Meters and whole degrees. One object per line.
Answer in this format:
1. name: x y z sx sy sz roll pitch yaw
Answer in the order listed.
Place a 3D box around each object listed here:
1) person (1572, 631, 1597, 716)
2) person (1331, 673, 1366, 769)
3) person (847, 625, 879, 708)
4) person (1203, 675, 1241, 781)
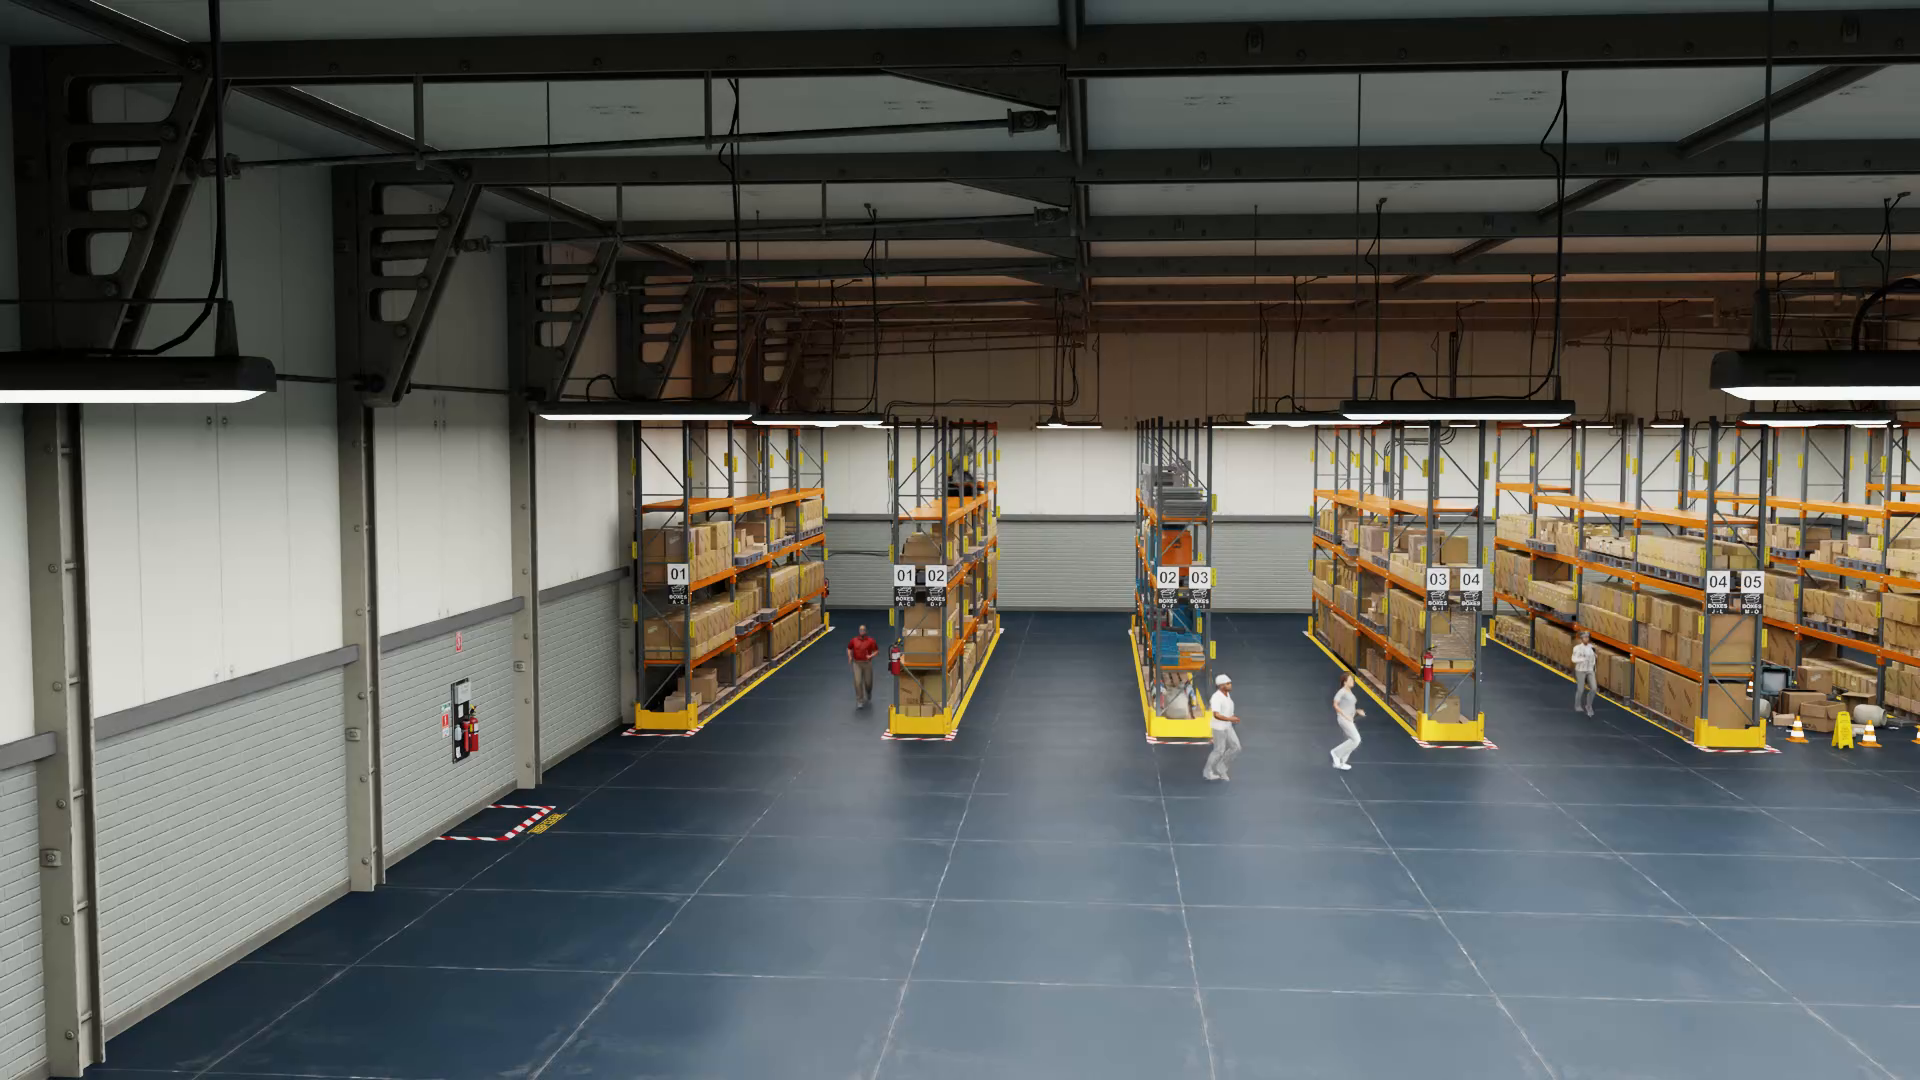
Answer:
1. person: 12.638 2.688 33.573 0.592 1.734 0.684 0 4 -1
2. person: 6.566 3.065 28.113 0.544 1.626 0.540 2 4 28
3. person: -2.031 2.617 34.598 0.675 1.688 0.809 0 4 0
4. person: 4.314 3.085 27.143 0.695 1.789 0.724 2 4 33
